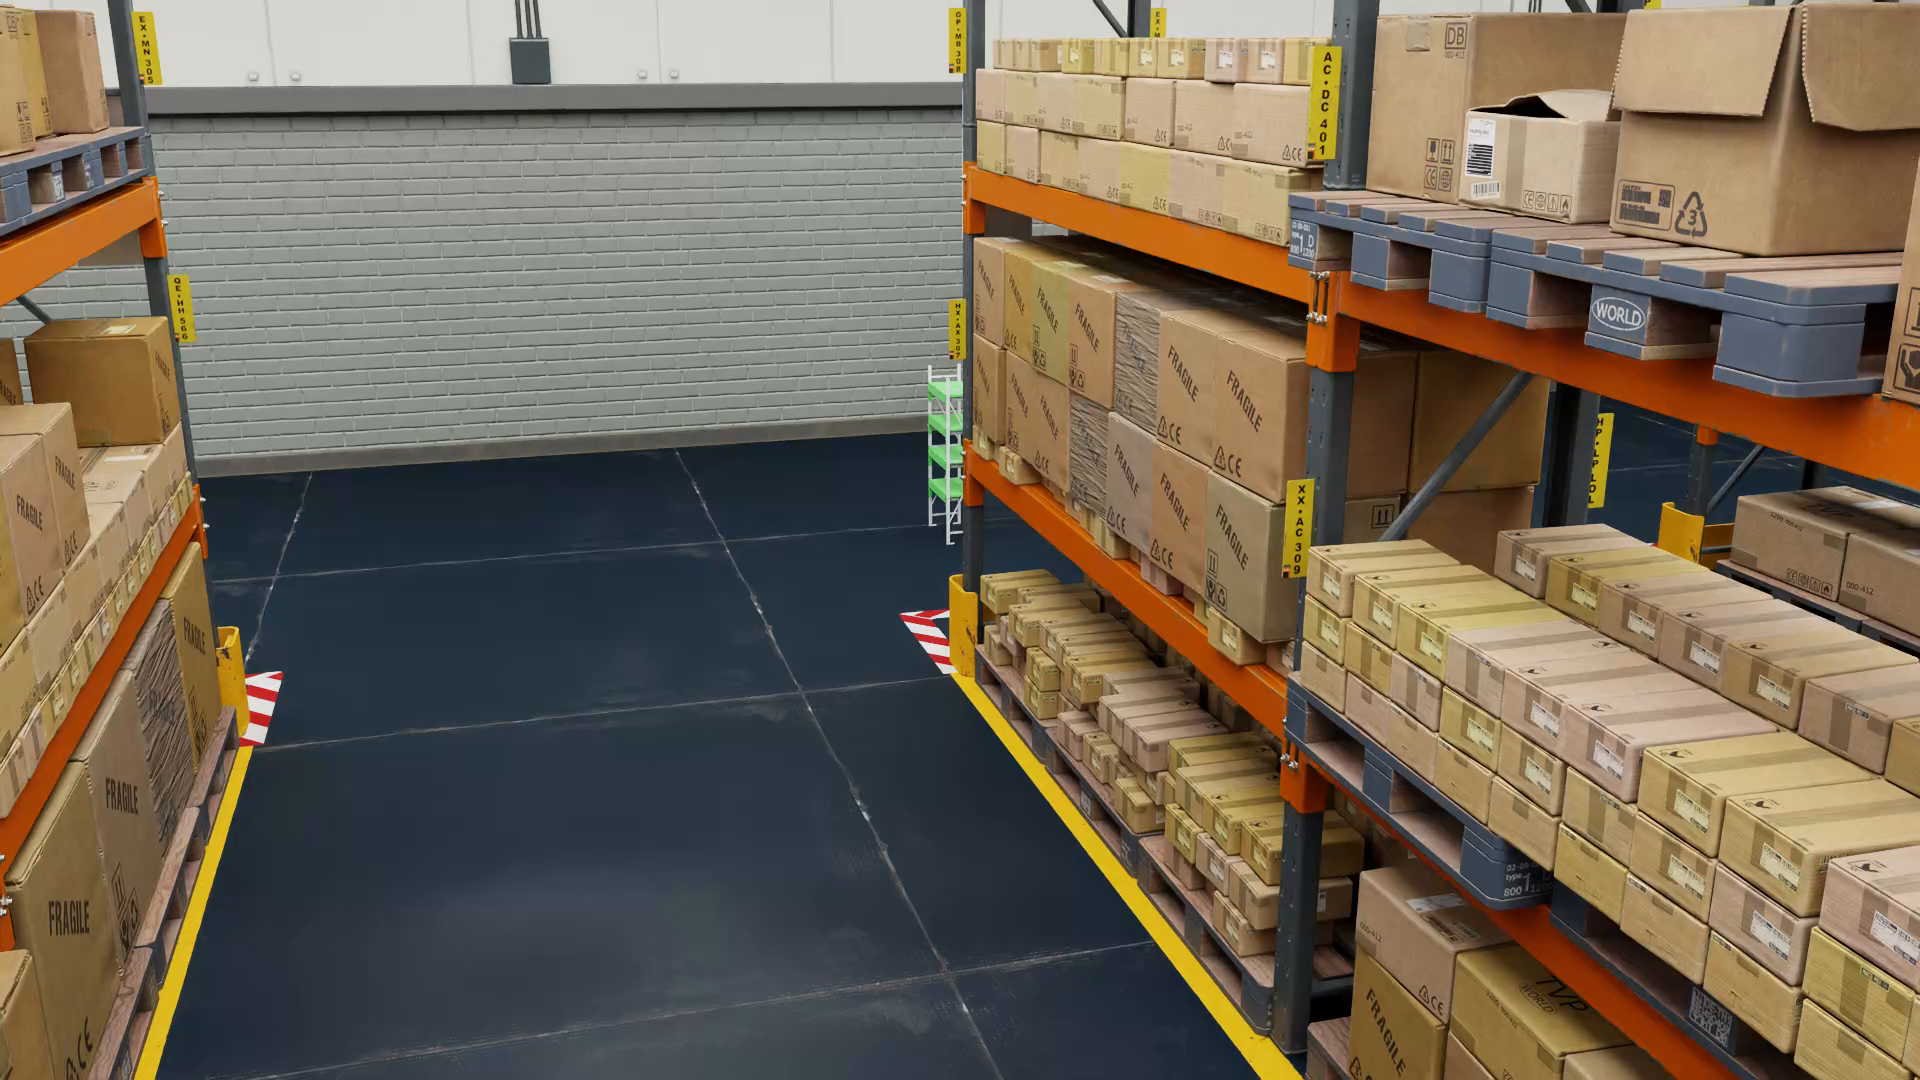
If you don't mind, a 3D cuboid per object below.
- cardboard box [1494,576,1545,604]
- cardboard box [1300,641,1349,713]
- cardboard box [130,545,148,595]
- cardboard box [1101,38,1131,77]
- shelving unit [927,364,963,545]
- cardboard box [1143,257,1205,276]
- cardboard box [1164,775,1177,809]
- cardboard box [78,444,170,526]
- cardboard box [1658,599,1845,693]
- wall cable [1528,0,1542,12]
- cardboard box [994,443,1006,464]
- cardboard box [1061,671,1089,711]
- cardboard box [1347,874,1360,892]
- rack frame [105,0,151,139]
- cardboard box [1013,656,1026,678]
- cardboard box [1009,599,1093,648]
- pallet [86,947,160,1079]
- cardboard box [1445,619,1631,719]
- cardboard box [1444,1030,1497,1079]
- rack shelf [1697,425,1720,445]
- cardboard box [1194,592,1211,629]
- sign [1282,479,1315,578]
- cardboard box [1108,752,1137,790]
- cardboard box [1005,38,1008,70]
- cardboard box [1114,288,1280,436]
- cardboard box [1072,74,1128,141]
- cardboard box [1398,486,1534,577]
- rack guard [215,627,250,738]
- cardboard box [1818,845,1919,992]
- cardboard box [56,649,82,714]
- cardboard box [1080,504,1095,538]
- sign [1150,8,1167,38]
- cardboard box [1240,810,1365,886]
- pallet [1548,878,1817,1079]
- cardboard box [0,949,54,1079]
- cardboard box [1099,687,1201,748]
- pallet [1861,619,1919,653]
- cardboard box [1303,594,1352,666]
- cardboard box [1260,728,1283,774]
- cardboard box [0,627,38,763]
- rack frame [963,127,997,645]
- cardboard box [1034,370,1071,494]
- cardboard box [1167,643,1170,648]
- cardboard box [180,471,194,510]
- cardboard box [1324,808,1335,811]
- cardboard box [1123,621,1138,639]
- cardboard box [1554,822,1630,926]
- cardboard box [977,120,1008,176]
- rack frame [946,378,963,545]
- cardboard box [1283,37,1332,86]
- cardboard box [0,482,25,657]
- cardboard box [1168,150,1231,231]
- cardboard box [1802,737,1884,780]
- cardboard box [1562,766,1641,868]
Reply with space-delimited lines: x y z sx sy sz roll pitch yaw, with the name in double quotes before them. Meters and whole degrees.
"cardboard box" 1.910 0.205 5.245 0.380 0.149 0.250 -4 17 -14
"cardboard box" 1.277 0.398 5.119 0.380 0.149 0.250 -6 18 -18
"cardboard box" -3.516 0.138 6.714 0.380 0.149 0.250 -5 17 -15
"cardboard box" 0.793 -1.950 6.716 0.380 0.149 0.250 -5 17 -16
"shelving unit" -0.045 -0.620 11.932 0.258 1.200 0.503 -5 17 -15
"cardboard box" 1.168 -1.052 7.810 0.500 0.500 0.500 -4 17 -12
"cardboard box" 1.067 1.070 6.885 0.380 0.149 0.250 -5 17 -15
"cardboard box" -3.758 -0.226 7.233 0.500 0.250 0.500 -5 17 -16
"cardboard box" 2.125 0.282 4.471 0.380 0.149 0.250 -5 17 -15
"wall cable" 6.822 -5.903 15.895 2.988 3.039 0.133 -5 17 -15
"cardboard box" 0.396 -0.470 8.738 0.380 0.149 0.250 -4 17 -13
"cardboard box" 0.713 0.701 8.114 0.380 0.149 0.250 -6 18 -18
"cardboard box" 1.747 1.298 6.641 0.380 0.149 0.250 -4 17 -14
"rack frame" -4.285 -3.282 7.235 1.000 3.000 0.127 -5 17 -15
"cardboard box" 0.499 0.628 8.874 0.380 0.149 0.250 -5 17 -15
"cardboard box" 0.467 0.425 8.514 0.380 0.149 0.250 -5 17 -15
"pallet" -3.319 1.817 5.536 1.003 0.211 1.213 -5 17 -15
"cardboard box" 1.494 0.330 4.311 0.380 0.149 0.250 -5 17 -16
"cardboard box" 1.706 1.701 4.689 0.500 0.500 0.500 -4 17 -13
"rack shelf" 5.793 -0.294 8.968 1.077 0.370 4.000 -5 17 -15
"cardboard box" 1.116 0.252 6.335 0.380 0.149 0.250 -4 17 -13
"sign" 1.092 -0.036 5.352 0.100 0.325 0.005 -5 17 -15
"cardboard box" 0.884 1.053 7.459 0.380 0.149 0.250 -4 17 -14
"cardboard box" 0.435 -2.388 8.173 0.380 0.149 0.250 -4 17 -13
"cardboard box" 0.948 -0.729 6.737 0.500 0.500 0.500 -4 17 -14
"cardboard box" 0.795 -1.810 6.941 0.500 0.250 0.500 -5 18 -17
"cardboard box" 1.717 -0.013 6.092 0.500 0.500 0.500 -5 17 -16
"rack guard" -4.291 0.782 8.479 1.175 0.500 0.348 -5 17 -15
"cardboard box" 1.859 0.692 3.106 0.380 0.149 0.250 -5 17 -15
"cardboard box" -3.166 0.492 5.536 0.380 0.149 0.250 -5 17 -17
"cardboard box" 0.764 -0.109 7.539 0.380 0.149 0.250 -4 17 -13
"sign" 1.051 -2.672 8.879 0.100 0.325 0.005 -5 17 -15
"cardboard box" 1.263 1.135 6.150 0.380 0.149 0.250 -4 17 -14
"pallet" 2.127 0.988 3.783 1.003 0.211 1.213 -5 17 -15
"cardboard box" -2.990 1.690 4.075 1.225 0.875 0.875 -5 17 -15
"cardboard box" 0.834 0.780 7.332 0.380 0.149 0.250 -5 18 -17
"pallet" 5.870 0.695 9.270 1.003 0.211 1.213 -5 17 -15
"cardboard box" 1.277 0.256 5.076 0.380 0.149 0.250 -4 17 -14
"cardboard box" 1.487 0.884 6.986 0.380 0.149 0.250 -5 17 -17
"cardboard box" -3.063 0.477 4.895 0.500 0.250 0.500 -5 17 -16
"rack frame" 0.512 -0.773 9.310 1.000 3.000 0.127 -5 17 -15
"cardboard box" 0.664 -0.534 7.826 0.500 0.500 0.500 -4 17 -15
"cardboard box" 1.246 0.515 8.214 0.380 0.149 0.250 -4 17 -13
"cardboard box" -3.870 -0.216 7.893 0.380 0.149 0.250 -4 17 -14
"cardboard box" 1.562 1.103 6.776 0.380 0.149 0.250 -5 17 -16
"cardboard box" 1.076 0.516 8.728 0.380 0.149 0.250 -5 18 -18
"cardboard box" 1.641 0.759 3.918 0.380 0.149 0.250 -5 17 -16
"cardboard box" 0.390 -1.993 8.419 0.500 0.250 0.500 -4 17 -13
"rack frame" 0.022 -0.553 11.707 0.240 1.200 0.015 -5 17 -15
"cardboard box" 1.262 -1.526 5.303 0.380 0.149 0.250 -6 18 -18
"cardboard box" -3.071 0.116 4.794 0.500 0.500 0.500 -5 17 -15
"cardboard box" 1.091 -1.284 6.060 0.500 0.250 0.500 -5 17 -15
"cardboard box" 2.276 0.569 4.032 0.380 0.149 0.250 -5 17 -15
"cardboard box" 1.643 0.618 3.869 0.380 0.149 0.250 -5 17 -16
